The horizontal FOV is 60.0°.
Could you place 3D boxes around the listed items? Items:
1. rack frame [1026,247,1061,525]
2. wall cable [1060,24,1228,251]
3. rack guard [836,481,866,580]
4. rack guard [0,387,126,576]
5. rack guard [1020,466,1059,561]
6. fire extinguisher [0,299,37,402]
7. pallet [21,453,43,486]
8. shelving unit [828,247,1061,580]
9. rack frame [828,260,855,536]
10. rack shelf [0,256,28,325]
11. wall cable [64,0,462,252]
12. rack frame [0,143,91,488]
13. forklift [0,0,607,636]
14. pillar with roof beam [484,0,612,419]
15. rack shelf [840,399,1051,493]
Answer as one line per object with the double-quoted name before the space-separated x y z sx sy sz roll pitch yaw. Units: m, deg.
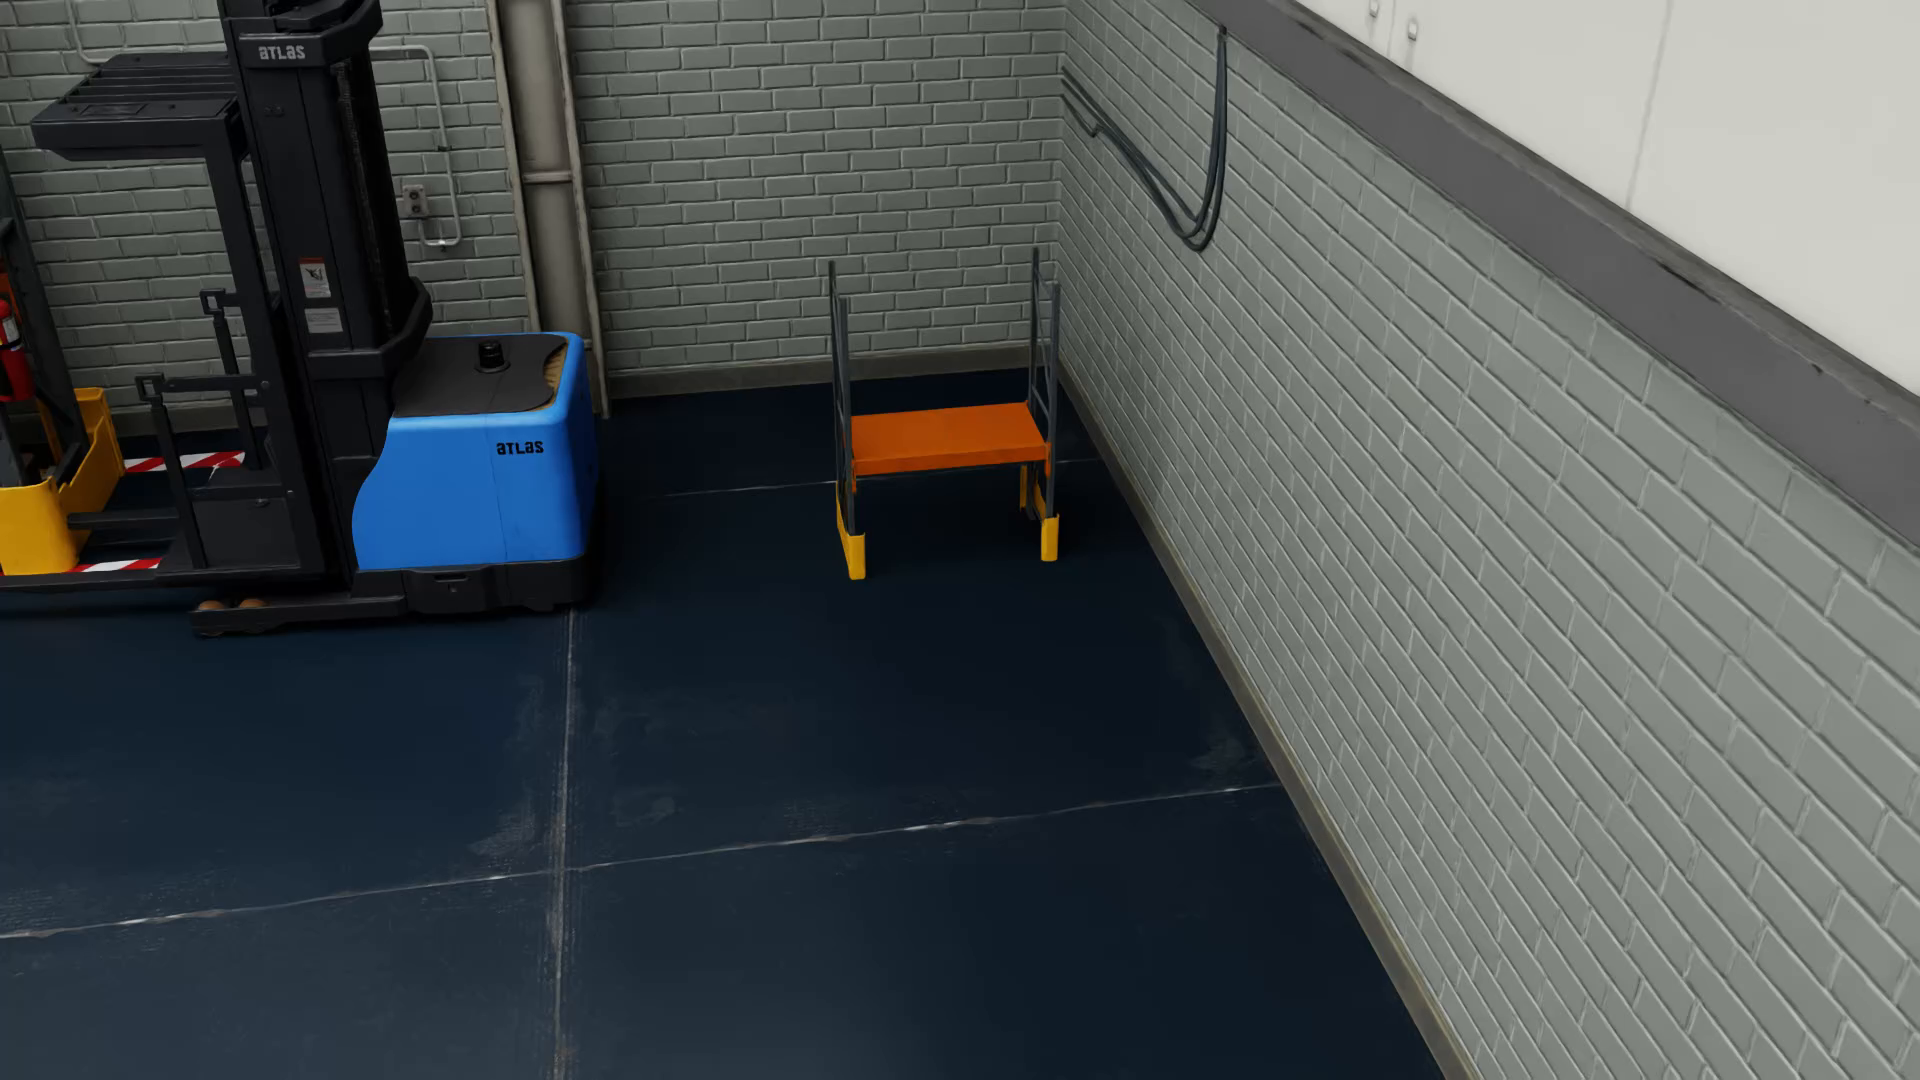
"rack frame" 0.416 -0.685 8.436 0.032 1.500 0.500 -5 31 -9
"wall cable" 0.810 -2.990 8.020 0.112 2.526 3.097 -5 31 -9
"rack guard" -0.565 -0.055 8.597 0.087 0.250 0.587 -5 31 -9
"rack guard" -4.795 -0.329 8.816 0.348 0.500 1.175 -5 31 -9
"rack guard" 0.415 -0.146 8.752 0.087 0.250 0.587 -5 31 -9
"fire extinguisher" -4.587 -0.993 7.924 0.183 0.674 0.296 -5 31 -9
"pallet" -5.591 -0.090 8.695 1.213 0.211 1.003 -5 31 -9
"shelving unit" -0.075 -0.640 8.358 1.083 1.500 0.587 -5 31 -9
"rack frame" -0.584 -0.592 8.278 0.032 1.500 0.500 -5 31 -9
"rack shelf" -6.785 -0.911 8.050 4.000 0.370 1.077 -5 31 -9
"wall cable" -3.729 -2.430 8.922 1.851 1.984 0.084 -5 31 -9
"rack frame" -4.818 -1.404 8.178 0.127 3.000 1.000 -5 31 -9
"forklift" -3.355 -1.086 7.705 3.031 2.935 1.130 -3 31 -5
"pillar with roof beam" -1.543 -2.521 4.160 0.400 9.000 9.100 -5 31 -9
"rack shelf" -0.084 -0.484 8.448 1.000 0.185 0.538 -5 31 -9
